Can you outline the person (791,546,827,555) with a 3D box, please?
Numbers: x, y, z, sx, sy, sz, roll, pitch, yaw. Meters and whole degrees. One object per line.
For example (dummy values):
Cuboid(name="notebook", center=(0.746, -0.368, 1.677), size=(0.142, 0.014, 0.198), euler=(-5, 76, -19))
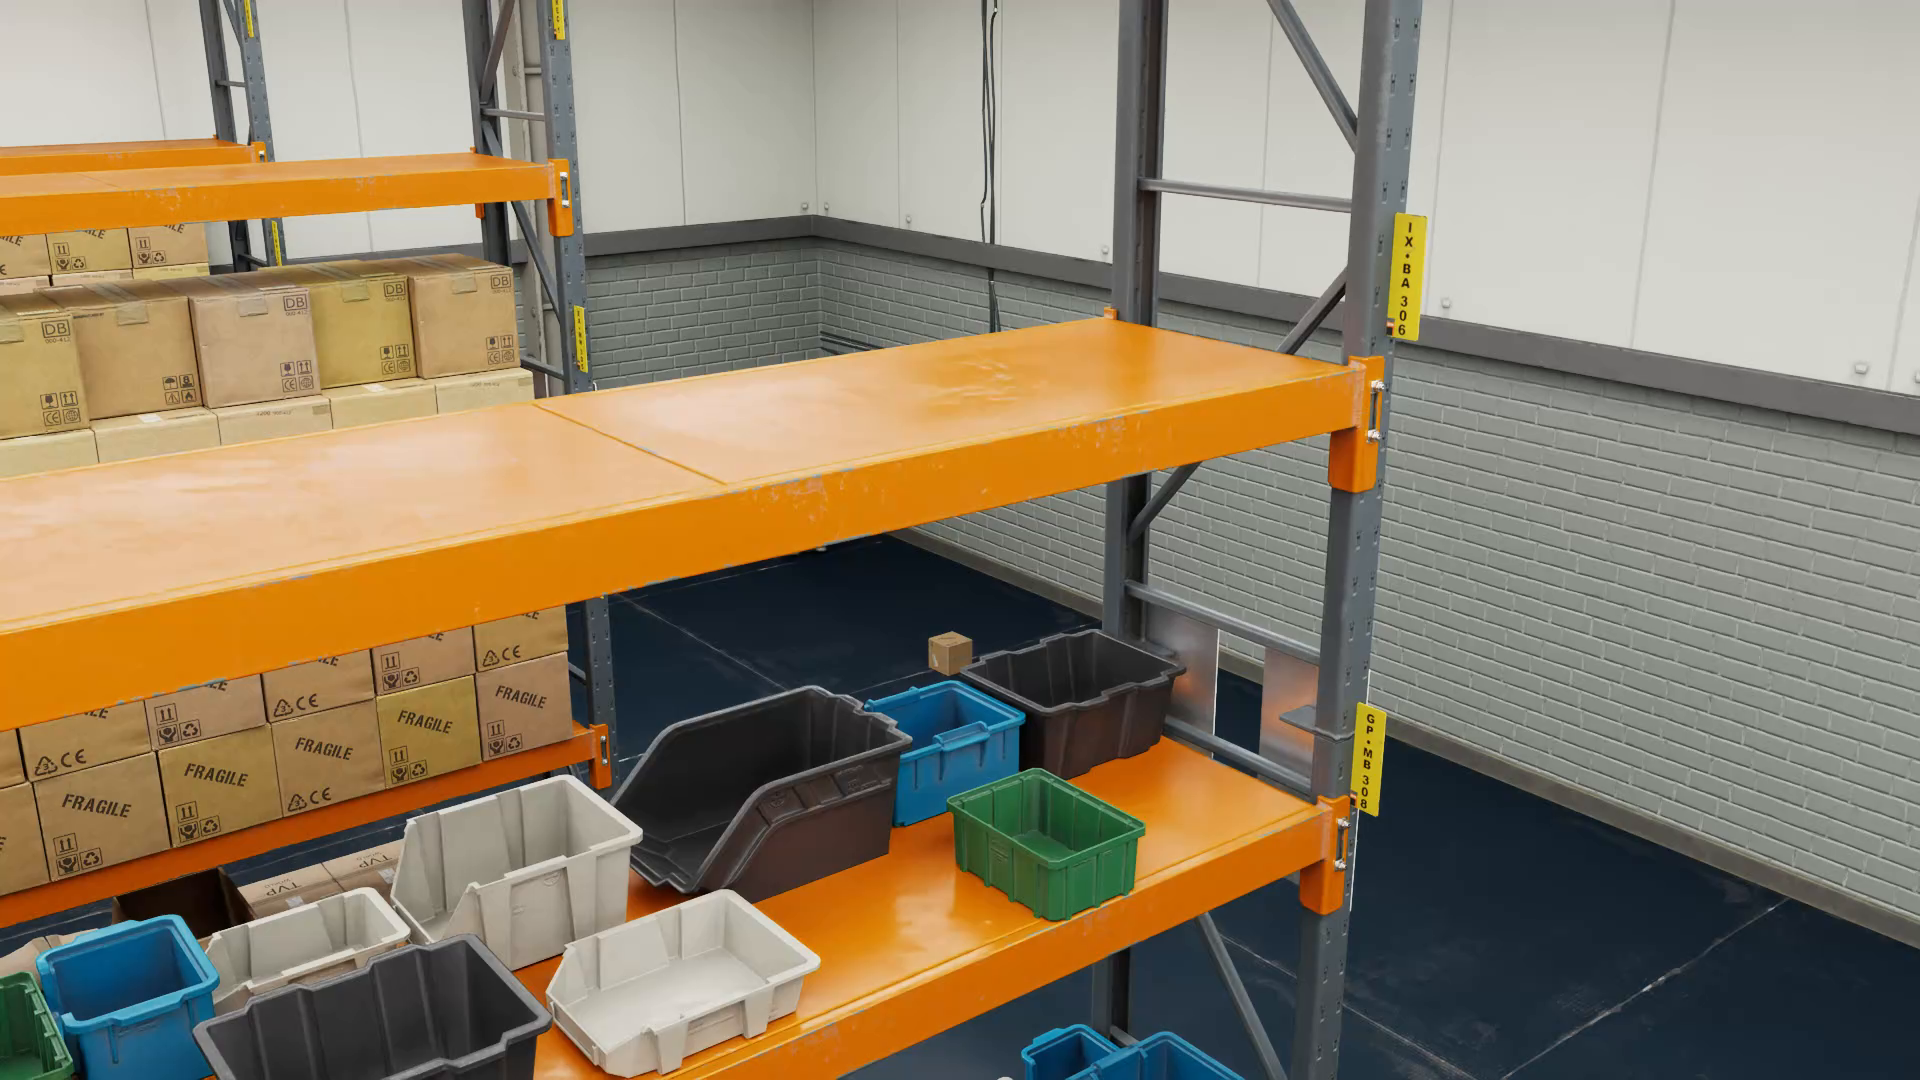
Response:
Cuboid(name="person", center=(-1.496, -0.737, 15.895), size=(0.535, 1.783, 0.402), euler=(-8, 19, -24))
